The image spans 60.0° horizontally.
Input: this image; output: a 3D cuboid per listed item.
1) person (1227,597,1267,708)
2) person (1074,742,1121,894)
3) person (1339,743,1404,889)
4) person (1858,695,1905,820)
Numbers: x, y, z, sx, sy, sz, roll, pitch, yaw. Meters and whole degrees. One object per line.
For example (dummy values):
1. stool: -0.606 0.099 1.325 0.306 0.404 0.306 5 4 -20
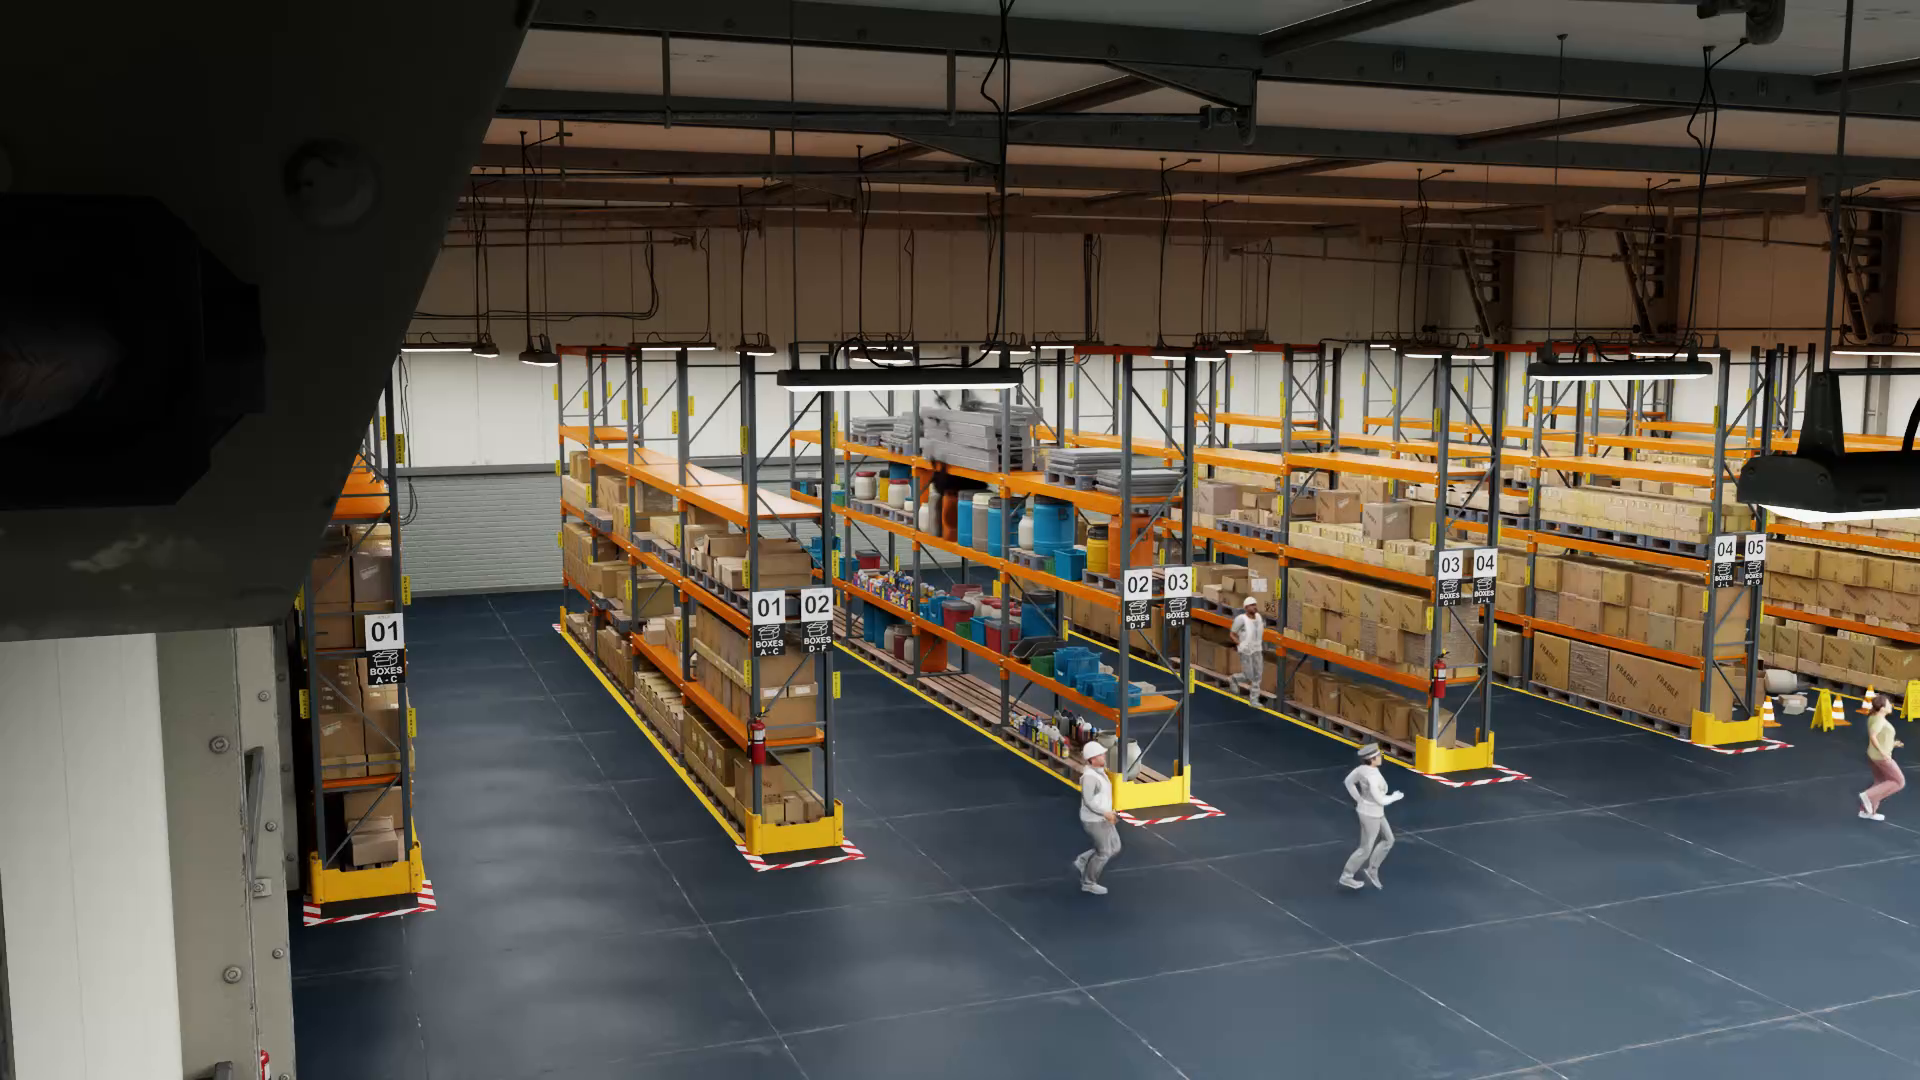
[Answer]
1. person: 4.639 1.790 26.653 0.702 1.767 0.804 -4 8 -31
2. person: 1.542 3.112 18.703 0.523 1.736 0.668 1 7 10
3. person: 4.635 3.126 18.734 0.703 1.725 0.579 1 7 5
4. person: 11.897 2.809 21.448 0.537 1.630 0.573 1 7 11
